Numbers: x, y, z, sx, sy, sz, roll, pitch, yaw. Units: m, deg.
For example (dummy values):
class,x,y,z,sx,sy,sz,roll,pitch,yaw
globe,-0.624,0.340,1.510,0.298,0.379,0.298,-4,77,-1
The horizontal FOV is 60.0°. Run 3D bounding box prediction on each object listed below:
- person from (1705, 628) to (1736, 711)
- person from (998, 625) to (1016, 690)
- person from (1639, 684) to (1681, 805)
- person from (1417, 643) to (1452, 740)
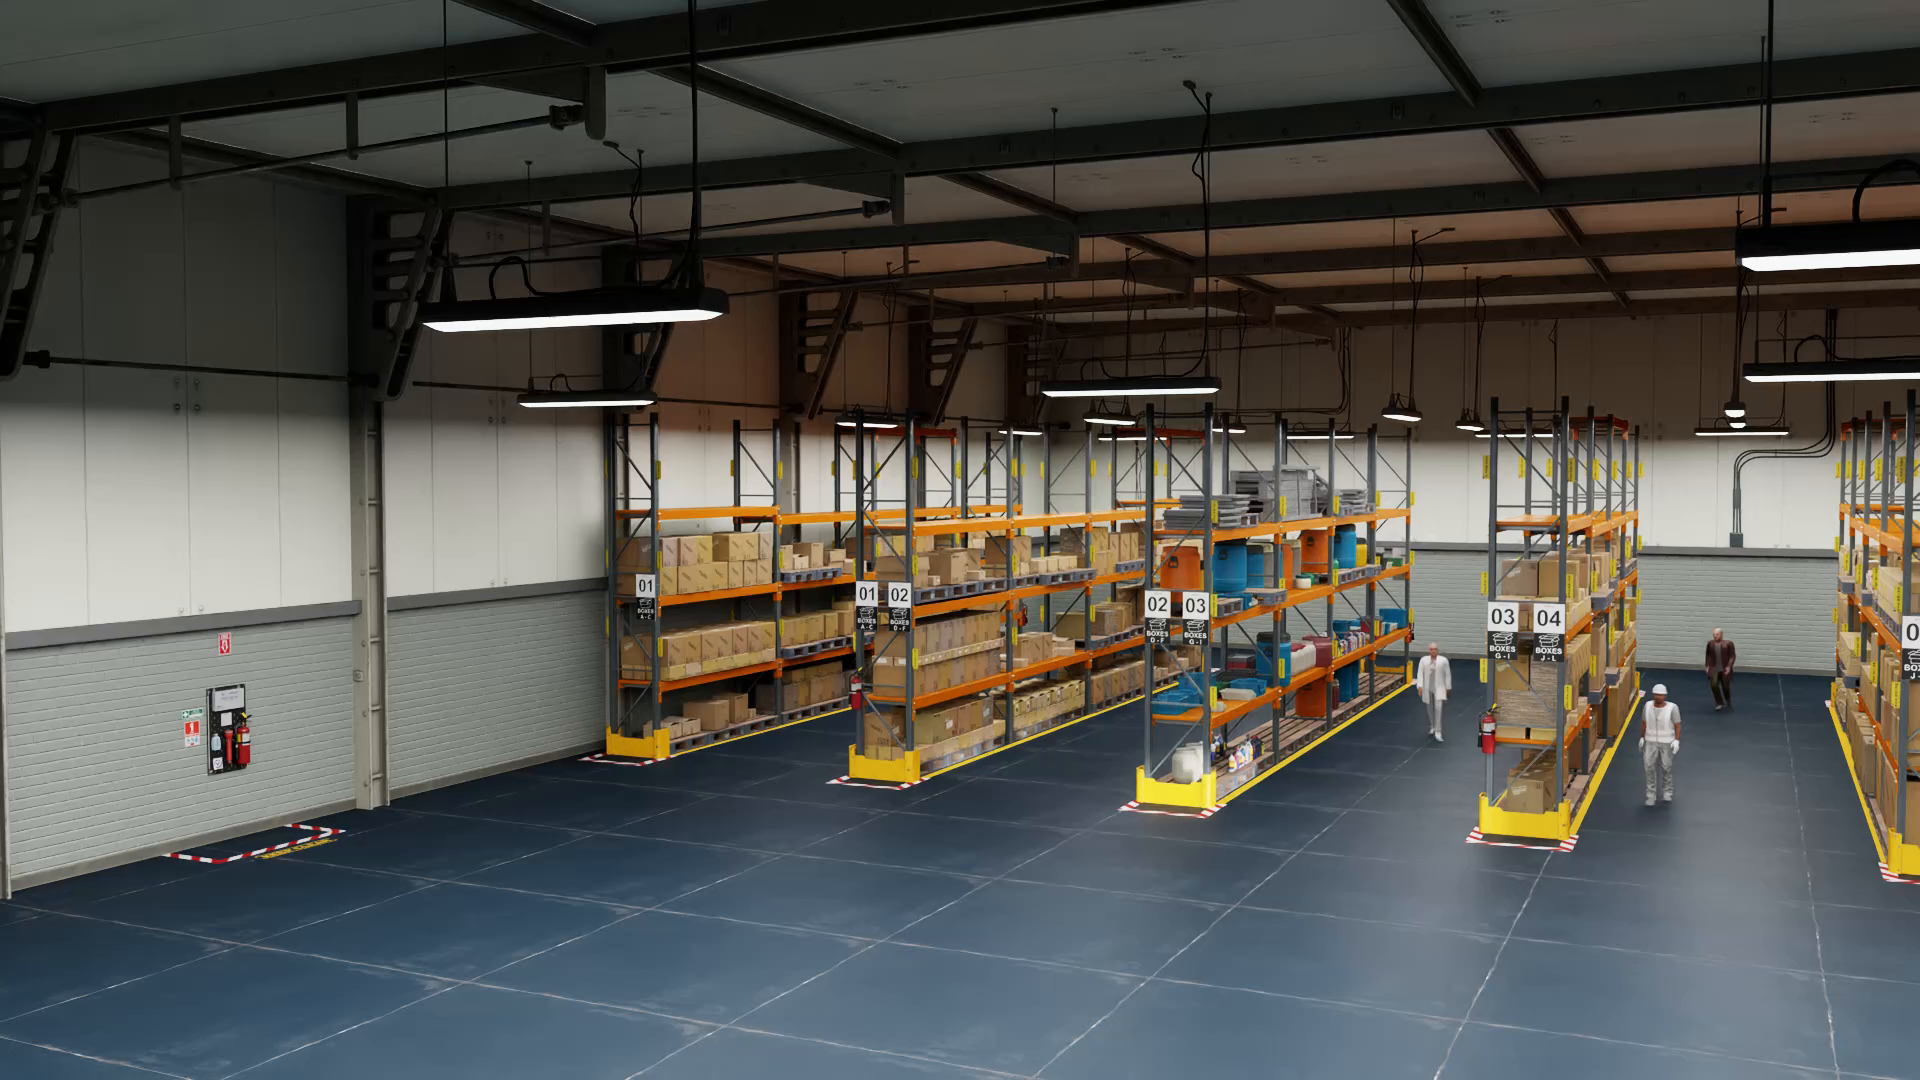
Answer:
class,x,y,z,sx,sy,sz,roll,pitch,yaw
person,15.950,2.749,34.886,0.617,1.588,0.846,2,3,35
person,0.925,2.669,35.392,0.517,1.677,0.448,2,3,33
person,10.507,3.072,24.997,0.631,1.821,0.593,2,3,39
person,8.838,2.796,31.071,0.597,1.741,0.989,1,3,31
